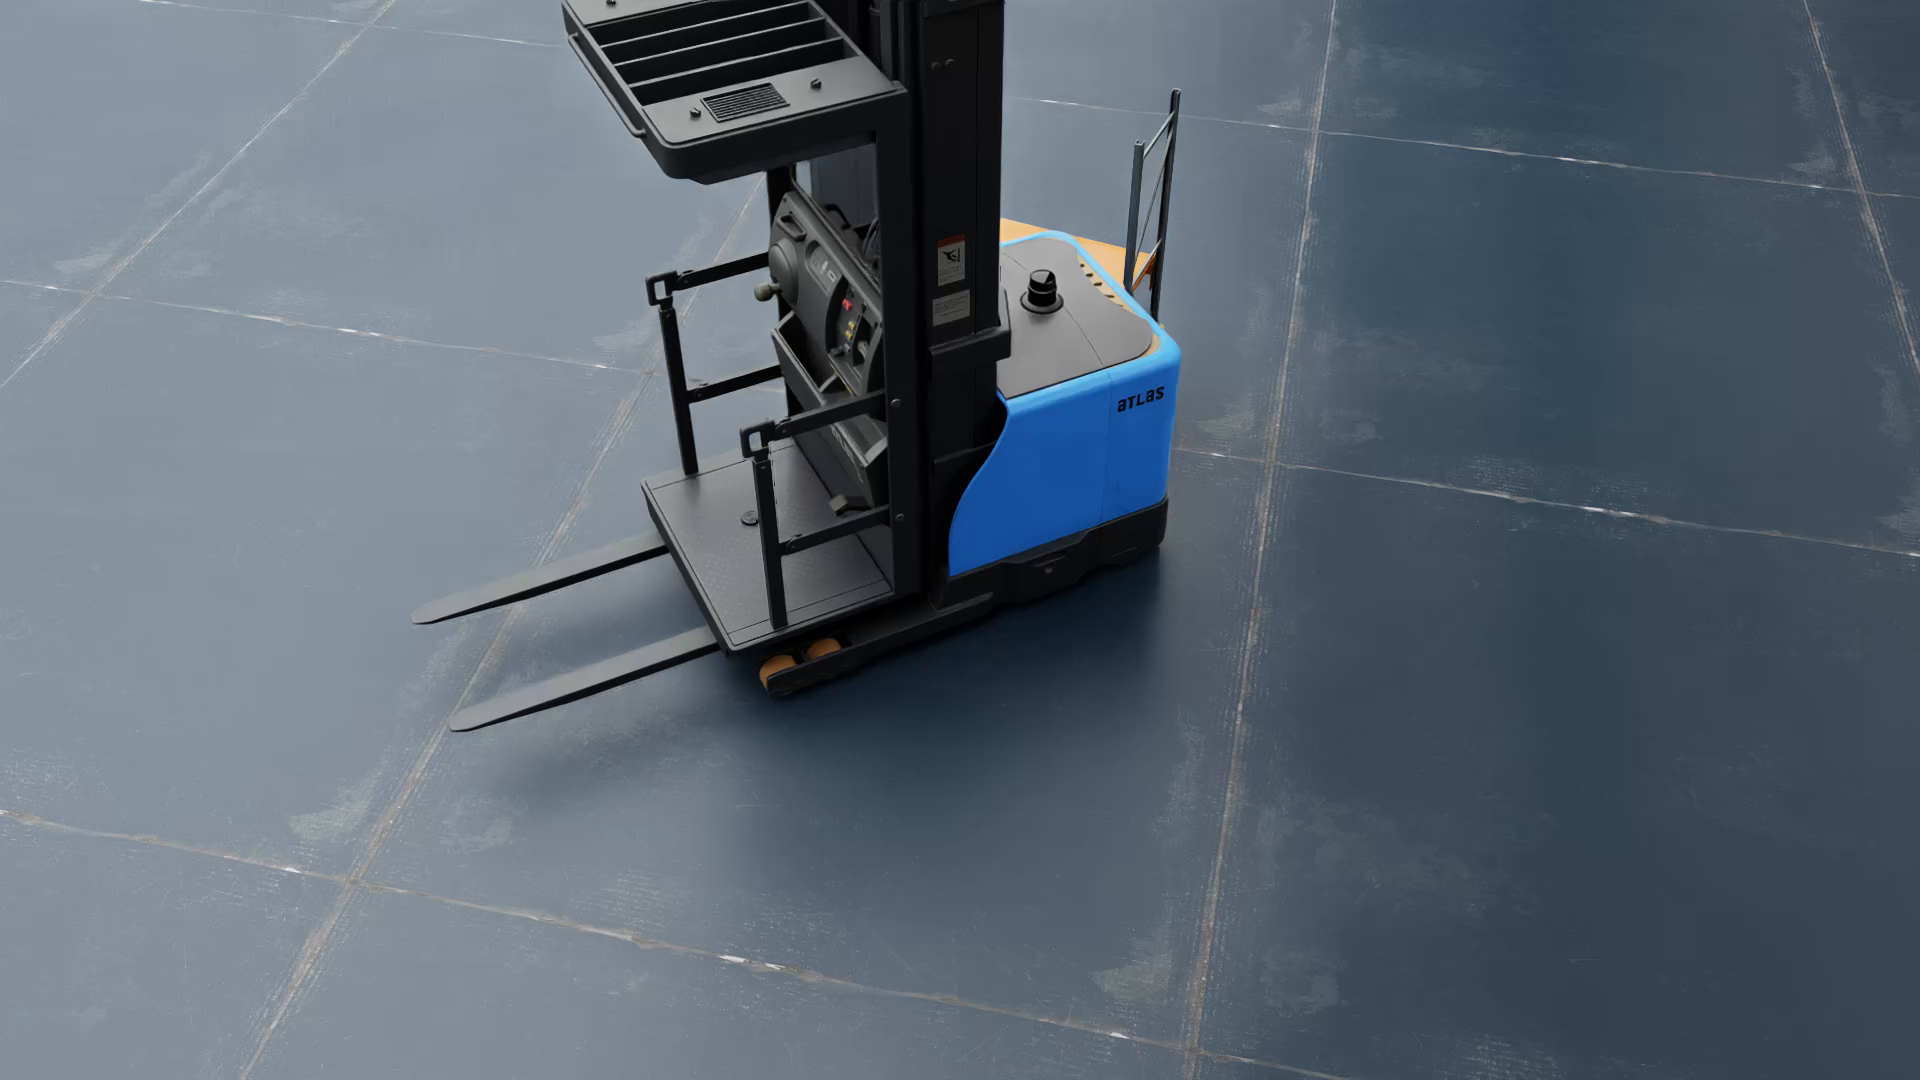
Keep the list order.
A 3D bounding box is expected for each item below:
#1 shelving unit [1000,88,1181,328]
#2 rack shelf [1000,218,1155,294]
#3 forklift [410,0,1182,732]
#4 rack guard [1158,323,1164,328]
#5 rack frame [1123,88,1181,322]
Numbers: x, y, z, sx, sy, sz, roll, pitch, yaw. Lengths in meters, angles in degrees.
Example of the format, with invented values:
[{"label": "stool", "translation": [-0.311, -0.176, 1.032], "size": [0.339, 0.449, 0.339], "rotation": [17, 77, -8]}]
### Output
[{"label": "shelving unit", "translation": [0.363, -1.352, 7.533], "size": [1.083, 1.500, 0.587], "rotation": [17, 47, 17]}, {"label": "rack shelf", "translation": [0.355, -1.225, 7.661], "size": [1.000, 0.185, 0.538], "rotation": [17, 47, 17]}, {"label": "forklift", "translation": [-0.674, -0.861, 5.991], "size": [3.031, 2.935, 1.130], "rotation": [-19, 47, -19]}, {"label": "rack guard", "translation": [0.818, -0.761, 7.820], "size": [0.087, 0.250, 0.587], "rotation": [17, 47, 17]}, {"label": "rack frame", "translation": [0.819, -1.211, 7.386], "size": [0.032, 1.500, 0.500], "rotation": [17, 47, 17]}]
